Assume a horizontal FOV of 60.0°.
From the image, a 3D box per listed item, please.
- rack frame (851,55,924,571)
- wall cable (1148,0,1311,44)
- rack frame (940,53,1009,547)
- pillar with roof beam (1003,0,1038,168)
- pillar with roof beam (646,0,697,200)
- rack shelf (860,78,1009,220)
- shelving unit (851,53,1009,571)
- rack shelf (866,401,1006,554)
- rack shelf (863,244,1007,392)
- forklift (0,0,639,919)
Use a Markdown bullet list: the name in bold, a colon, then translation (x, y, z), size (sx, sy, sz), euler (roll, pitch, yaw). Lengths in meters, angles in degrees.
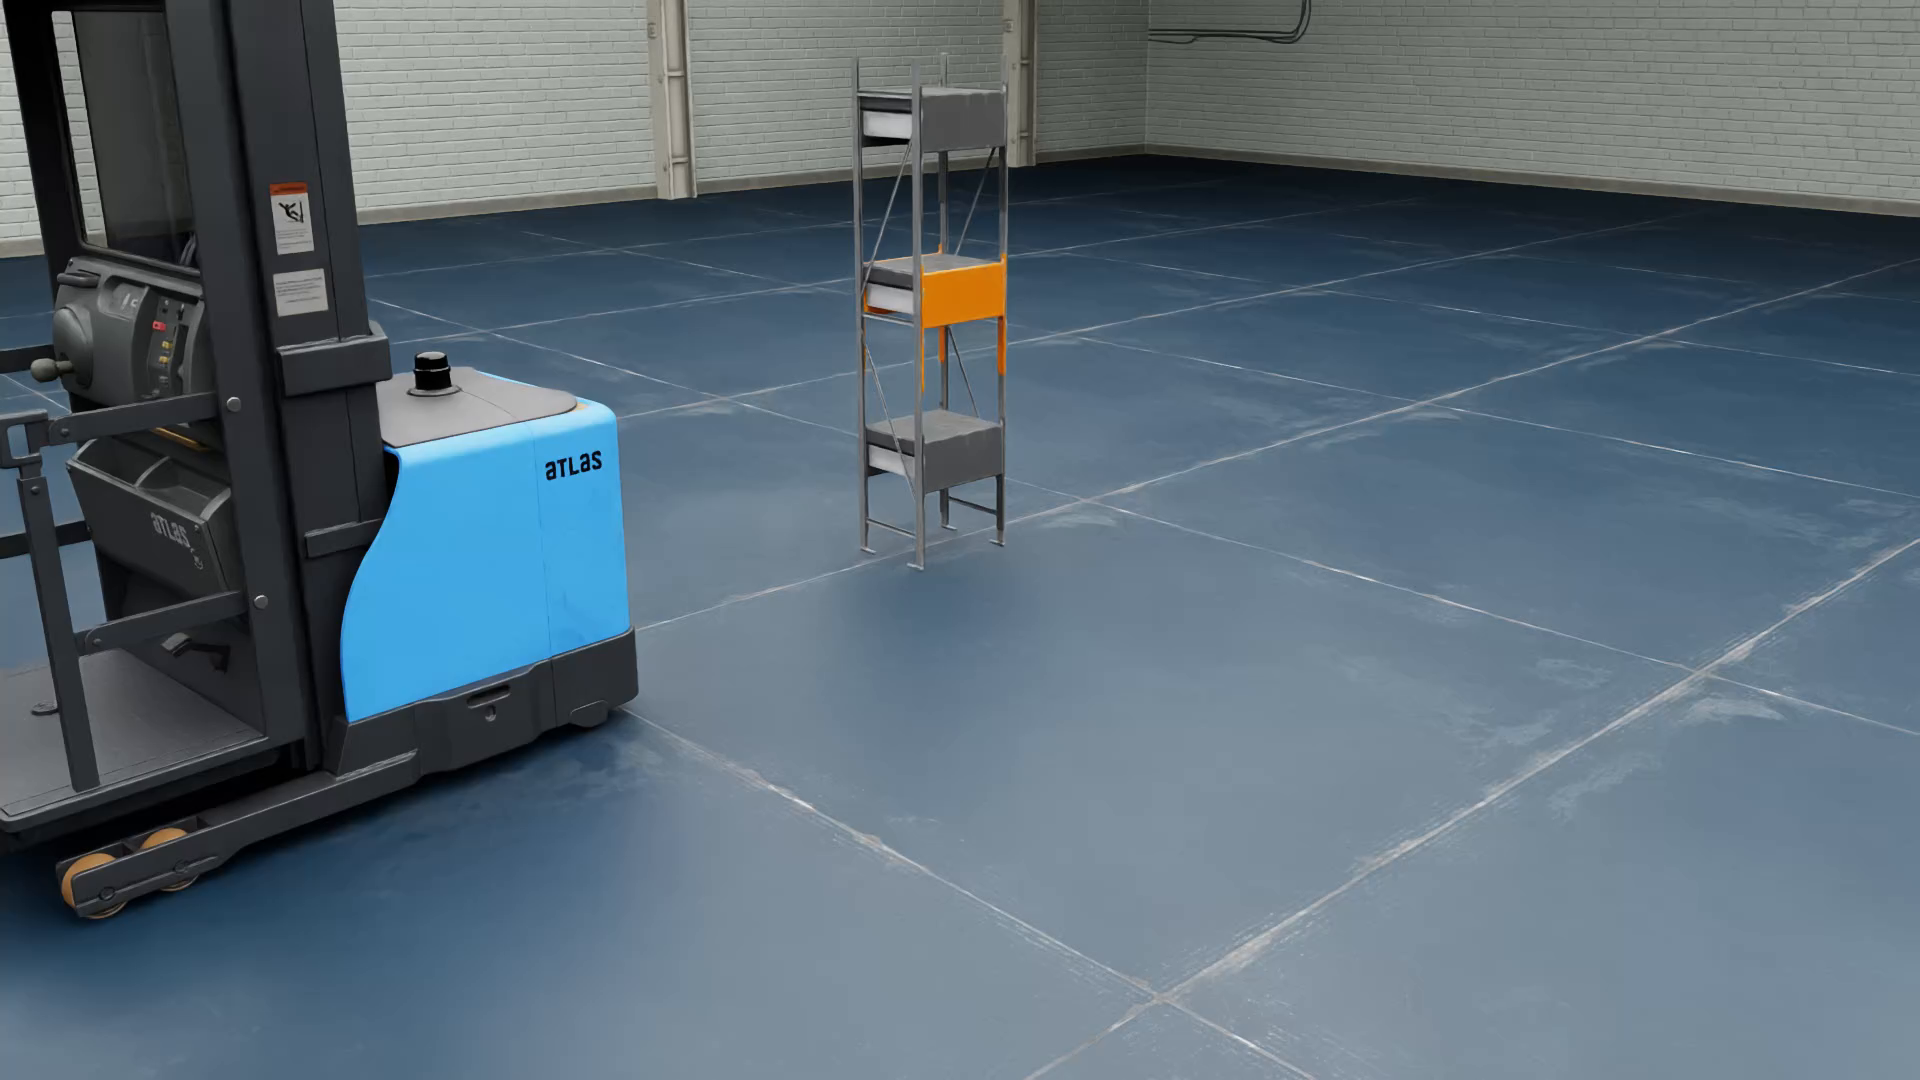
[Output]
- **rack frame**: translation (-0.298, -0.912, 6.893), size (0.015, 2.100, 0.400), euler (-16, 24, -41)
- **wall cable**: translation (3.918, -8.628, 24.540), size (0.112, 2.526, 3.097), euler (-16, 24, -41)
- **rack frame**: translation (0.057, -1.015, 7.212), size (0.015, 2.100, 0.400), euler (-16, 24, -41)
- **pillar with roof beam**: translation (3.826, -8.813, 20.075), size (0.400, 9.000, 9.100), euler (-16, 24, -41)
- **pillar with roof beam**: translation (-0.533, -7.541, 16.153), size (0.400, 9.000, 9.100), euler (-16, 24, -41)
- **rack shelf**: translation (-0.120, -1.617, 6.841), size (0.480, 0.518, 0.431), euler (-16, 24, -41)
- **shelving unit**: translation (-0.120, -0.964, 7.053), size (0.503, 2.100, 0.431), euler (-16, 24, -41)
- **rack shelf**: translation (-0.120, -0.285, 7.273), size (0.480, 0.518, 0.431), euler (-16, 24, -41)
- **rack shelf**: translation (-0.120, -0.951, 7.057), size (0.480, 0.518, 0.431), euler (-16, 24, -41)
- **forklift**: translation (-2.459, -0.570, 4.492), size (1.130, 2.935, 3.031), euler (16, 24, 40)
